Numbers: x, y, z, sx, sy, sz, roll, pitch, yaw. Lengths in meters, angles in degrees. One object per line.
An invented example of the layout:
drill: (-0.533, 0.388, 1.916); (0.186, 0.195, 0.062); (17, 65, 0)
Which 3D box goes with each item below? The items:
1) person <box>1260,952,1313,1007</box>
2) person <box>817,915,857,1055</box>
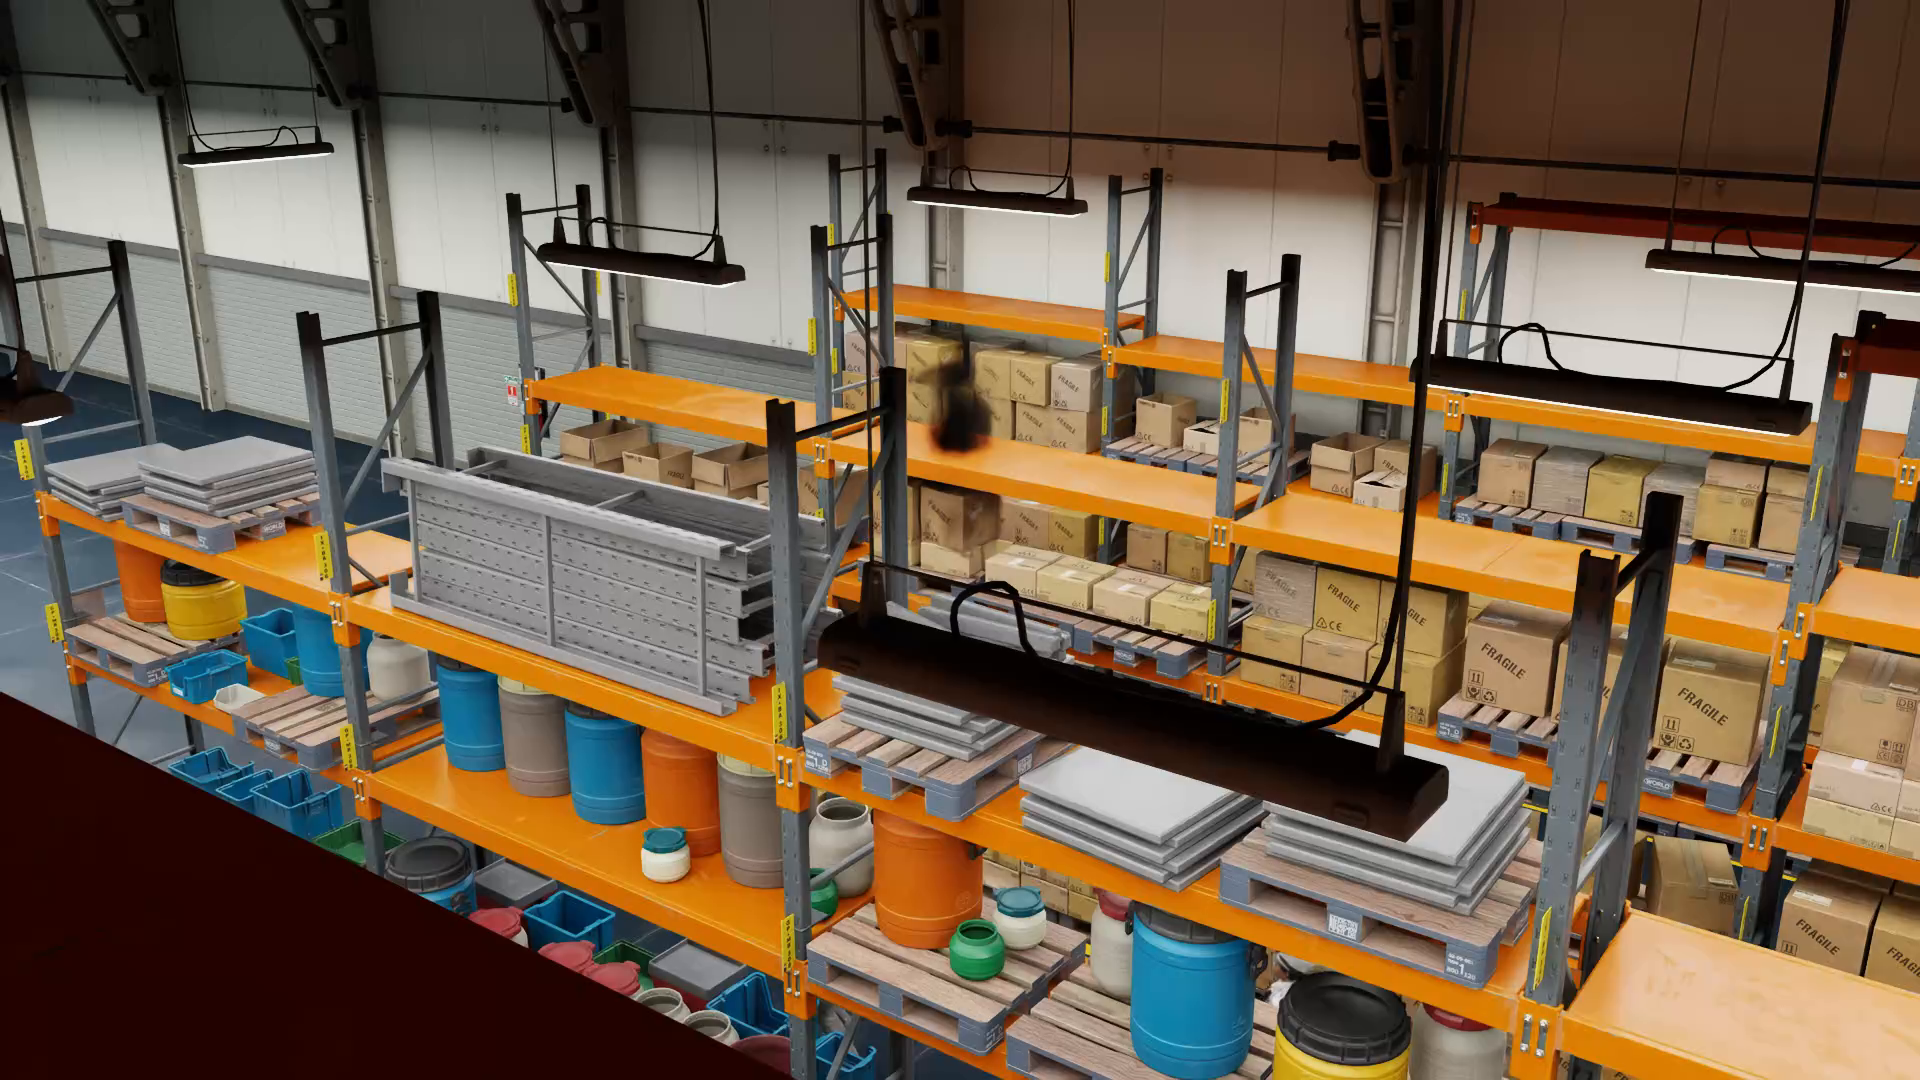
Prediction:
person: (2.254, 3.592, 11.725); (0.694, 1.718, 0.572); (8, 20, 23)
person: (-1.037, 3.203, 12.753); (0.648, 1.732, 0.631); (12, 22, 33)
